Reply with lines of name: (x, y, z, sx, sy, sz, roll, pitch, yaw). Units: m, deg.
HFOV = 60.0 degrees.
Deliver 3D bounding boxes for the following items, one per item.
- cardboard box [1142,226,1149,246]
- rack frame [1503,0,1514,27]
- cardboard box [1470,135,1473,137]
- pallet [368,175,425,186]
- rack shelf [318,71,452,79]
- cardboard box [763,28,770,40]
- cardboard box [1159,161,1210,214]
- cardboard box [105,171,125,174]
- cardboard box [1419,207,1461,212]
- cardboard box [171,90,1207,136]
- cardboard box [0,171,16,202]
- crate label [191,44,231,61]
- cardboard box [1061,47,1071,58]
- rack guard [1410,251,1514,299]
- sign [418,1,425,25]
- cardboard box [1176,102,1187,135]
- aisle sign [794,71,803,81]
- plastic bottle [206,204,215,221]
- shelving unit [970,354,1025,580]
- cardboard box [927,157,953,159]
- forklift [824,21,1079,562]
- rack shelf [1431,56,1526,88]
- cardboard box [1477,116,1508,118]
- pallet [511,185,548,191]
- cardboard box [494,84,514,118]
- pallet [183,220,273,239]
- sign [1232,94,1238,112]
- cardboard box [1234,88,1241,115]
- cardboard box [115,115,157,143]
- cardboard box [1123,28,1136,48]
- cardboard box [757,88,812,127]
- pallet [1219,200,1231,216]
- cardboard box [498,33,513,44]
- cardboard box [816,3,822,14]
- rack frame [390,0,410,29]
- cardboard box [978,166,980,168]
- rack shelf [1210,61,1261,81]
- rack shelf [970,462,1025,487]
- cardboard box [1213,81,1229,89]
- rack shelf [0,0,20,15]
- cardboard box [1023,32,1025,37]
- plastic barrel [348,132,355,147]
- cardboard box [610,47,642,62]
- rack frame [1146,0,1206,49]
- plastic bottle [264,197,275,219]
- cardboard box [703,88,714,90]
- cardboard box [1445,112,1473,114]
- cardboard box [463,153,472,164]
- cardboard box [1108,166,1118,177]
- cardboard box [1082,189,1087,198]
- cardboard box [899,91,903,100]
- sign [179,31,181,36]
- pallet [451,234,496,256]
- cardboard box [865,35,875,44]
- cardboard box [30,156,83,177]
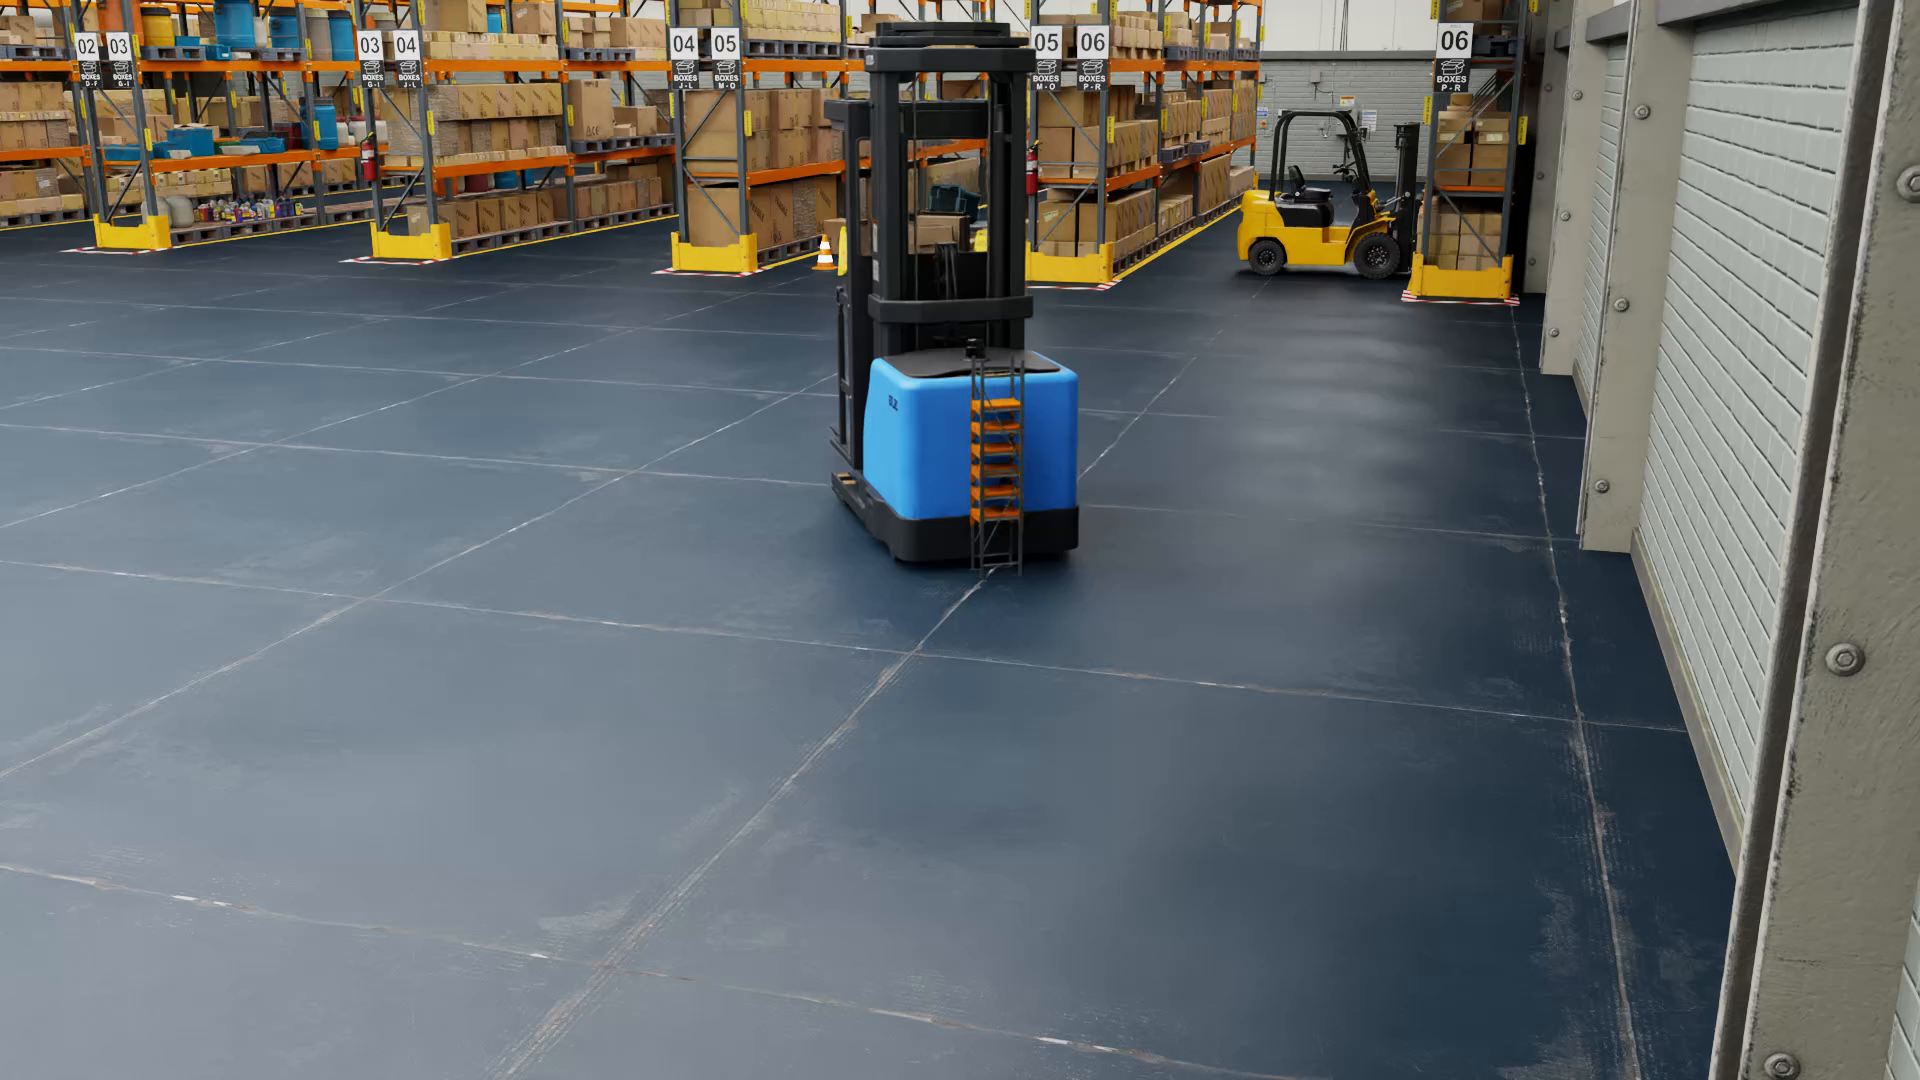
cardboard box: (2.473, -4.452, 24.296, 0.500, 0.250, 0.500, 4, 16, 14)
rack frame: (8.422, -9.437, 26.608, 1.000, 3.000, 0.127, 5, 16, 16)
cardboard box: (6.776, -5.319, 22.901, 0.500, 0.500, 0.500, 5, 17, 17)
pallet: (-13.659, -8.677, 40.034, 1.003, 0.211, 1.213, 5, 16, 16)
rack shelf: (-13.632, -11.139, 39.425, 1.077, 0.370, 4.000, 5, 16, 16)
cardboard box: (-2.838, -6.968, 22.910, 0.380, 0.149, 0.250, 5, 16, 16)
cardboard box: (3.938, -6.289, 29.627, 0.875, 0.875, 0.875, 4, 16, 15)
cardboard box: (-16.347, -6.970, 32.147, 0.500, 0.311, 0.500, 5, 16, 16)
cardboard box: (6.120, -4.096, 21.212, 0.500, 0.250, 0.500, 5, 17, 17)
cardboard box: (-7.131, -8.777, 33.898, 24.749, 0.652, 3.931, 5, 16, 15)
cardboard box: (-16.816, -6.134, 28.855, 0.500, 0.500, 0.500, 5, 16, 16)
crate label: (-12.013, -7.830, 26.712, 0.502, 0.251, 0.408, 5, 16, 16)
cardboard box: (1.221, -6.279, 21.432, 0.380, 0.149, 0.250, 5, 17, 16)
rack guard: (6.141, -3.249, 20.367, 1.175, 0.500, 0.348, 5, 16, 16)
sign: (-7.593, -7.431, 23.434, 0.100, 0.325, 0.005, 5, 16, 16)
cardboard box: (3.364, -6.776, 26.725, 0.500, 0.500, 0.500, 4, 16, 14)
aisle sign: (-3.833, -11.089, 38.662, 0.394, 0.787, 0.004, 5, 16, 16)
plastic bottle: (-12.623, -5.510, 27.943, 0.152, 0.276, 0.135, 4, 16, 14)
shelving unit: (0.201, -0.392, 9.011, 0.258, 1.200, 0.189, -4, 16, -15)
cardboard box: (-0.440, -7.526, 33.302, 0.500, 0.250, 0.500, 4, 16, 13)
forklift: (-0.206, -1.651, 10.278, 1.130, 2.935, 3.031, -4, 16, -15)
rack shelf: (6.717, -6.078, 21.581, 1.077, 0.370, 4.000, 5, 16, 16)
cardboard box: (6.752, -5.303, 21.110, 0.380, 0.149, 0.250, 5, 17, 18)
pallet: (-9.711, -7.593, 36.214, 1.003, 0.211, 1.213, 5, 16, 16)
cardboard box: (-7.270, -6.797, 25.737, 0.500, 0.500, 0.500, 5, 16, 16)
pallet: (-12.301, -5.206, 27.798, 1.003, 0.211, 1.213, 5, 16, 16)
sign: (5.321, -8.460, 32.183, 0.100, 0.325, 0.005, 5, 16, 16)
cardboard box: (5.315, -8.747, 33.157, 0.500, 0.500, 0.500, 4, 16, 15)
cardboard box: (-15.947, -7.942, 32.150, 0.500, 0.500, 0.500, 5, 16, 16)
cardboard box: (2.062, -6.734, 22.308, 0.500, 0.250, 0.500, 5, 17, 18)
cardboard box: (-2.718, -6.460, 24.853, 0.875, 0.550, 0.550, 5, 16, 16)
pallet: (4.651, -6.432, 32.118, 1.003, 0.211, 1.213, 5, 16, 16)
cardboard box: (-7.161, -7.766, 25.761, 0.380, 0.149, 0.250, 5, 17, 18)
cardboard box: (-2.263, -7.884, 24.677, 0.380, 0.149, 0.250, 5, 17, 17)
rack frame: (-10.589, -10.973, 32.025, 1.000, 3.000, 0.127, 5, 16, 16)
cardboard box: (0.351, -7.972, 35.802, 0.380, 0.149, 0.250, 5, 16, 16)
rack shelf: (5.367, -9.601, 34.004, 1.077, 0.370, 4.000, 5, 16, 16)
rack shelf: (0.201, -0.349, 9.023, 0.258, 0.103, 0.180, -4, 16, -15)
cardboard box: (5.137, -8.885, 32.452, 0.380, 0.149, 0.250, 4, 16, 15)
rack shelf: (-20.655, -10.680, 33.042, 1.077, 0.370, 4.000, 5, 16, 16)
cardboard box: (1.204, -11.020, 36.315, 0.380, 0.149, 0.250, 5, 17, 17)
plastic barrel: (-11.202, -7.308, 30.352, 0.301, 0.262, 0.301, 0, 16, 0)
cardboard box: (-6.013, -8.668, 29.672, 0.500, 0.250, 0.500, 5, 17, 17)
rack frame: (3.662, -9.821, 27.962, 1.000, 3.000, 0.127, 5, 16, 16)
plastic bottle: (-11.778, -5.652, 28.308, 0.144, 0.351, 0.185, 5, 16, 16)
cardboard box: (-5.244, -8.770, 33.230, 0.797, 0.503, 0.637, 5, 17, 18)
cardboard box: (6.858, -5.804, 22.878, 0.380, 0.149, 0.250, 4, 16, 15)
cardboard box: (-7.578, -5.740, 25.031, 0.380, 0.149, 0.250, 5, 16, 16)
cardboard box: (1.894, -4.924, 22.152, 0.380, 0.149, 0.250, 4, 16, 14)
cardboard box: (1.557, -4.859, 23.169, 0.380, 0.149, 0.250, 5, 17, 18)
cardboard box: (-1.393, -7.572, 29.012, 0.700, 0.500, 0.500, 4, 16, 15)
sign: (-15.856, -10.206, 33.872, 0.100, 0.325, 0.005, 5, 16, 16)
pallet: (-7.827, -4.498, 25.301, 1.003, 0.211, 1.213, 5, 16, 16)
cardboard box: (-1.602, -8.164, 27.127, 0.380, 0.149, 0.250, 5, 16, 16)
cardboard box: (-19.752, -8.205, 36.431, 0.750, 0.750, 0.750, 4, 16, 15)
